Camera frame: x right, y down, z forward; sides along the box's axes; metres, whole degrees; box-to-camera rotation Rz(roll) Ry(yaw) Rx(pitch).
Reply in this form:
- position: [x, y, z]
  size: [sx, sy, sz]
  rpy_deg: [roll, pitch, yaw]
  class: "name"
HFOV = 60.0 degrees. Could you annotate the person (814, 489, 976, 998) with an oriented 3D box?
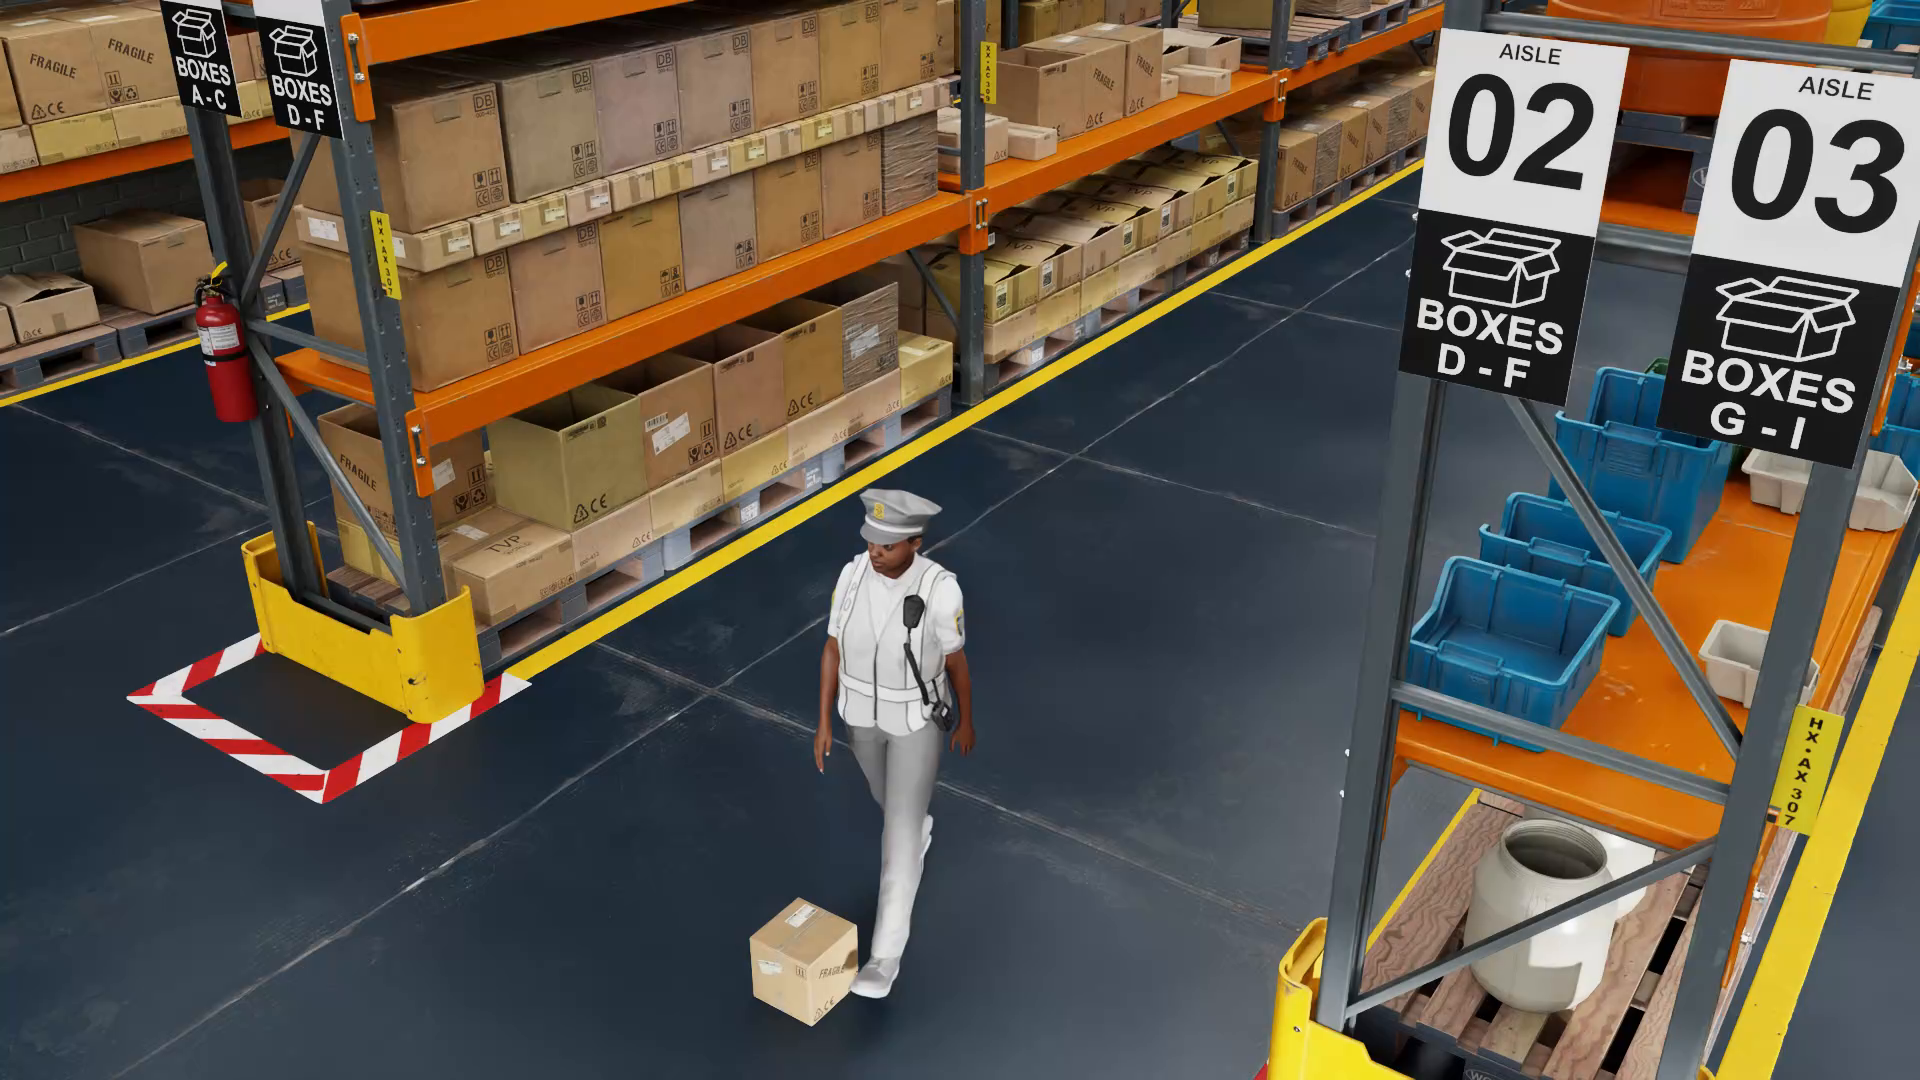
- position: [-0.253, 0.608, 5.421]
  size: [0.472, 1.631, 0.950]
  rpy_deg: [12, 29, 21]
  class: "person"
